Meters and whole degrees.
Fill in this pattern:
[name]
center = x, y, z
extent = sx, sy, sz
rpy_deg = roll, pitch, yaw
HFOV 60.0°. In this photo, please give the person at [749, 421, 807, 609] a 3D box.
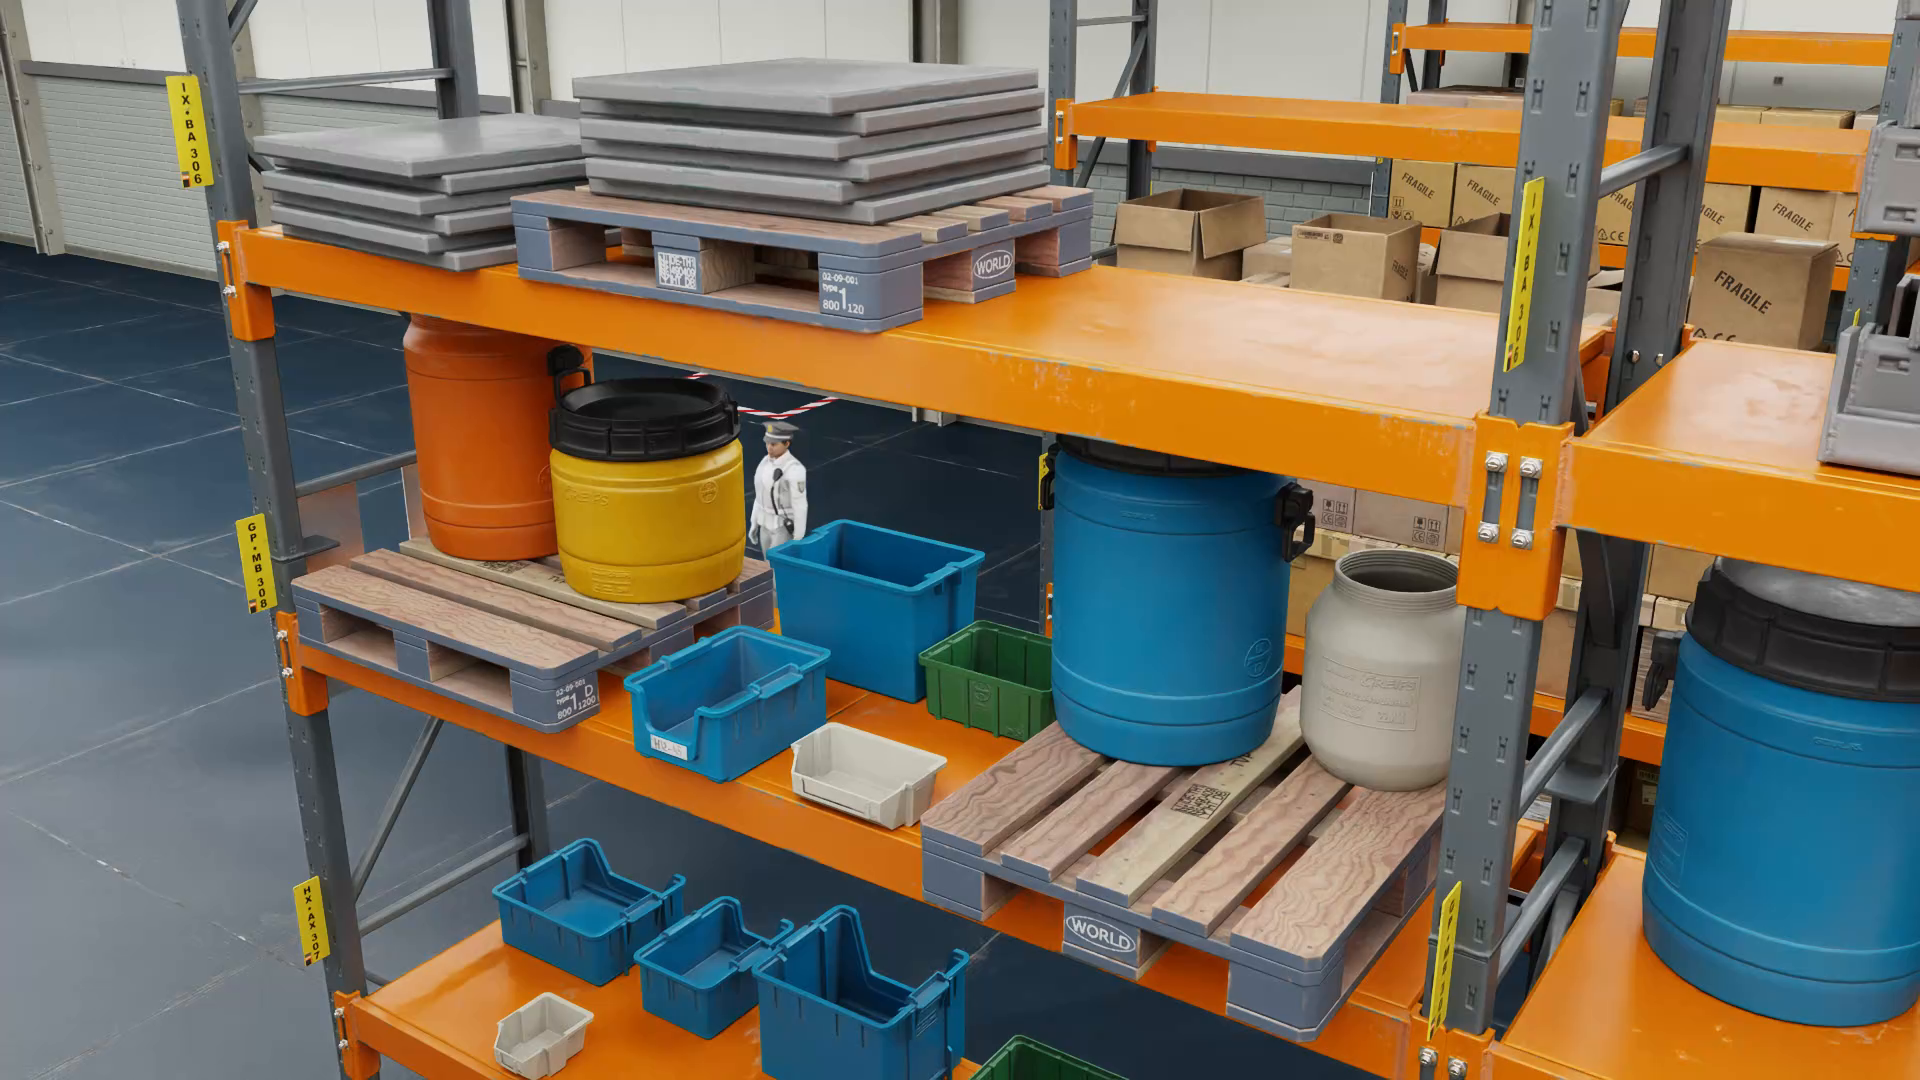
[person]
center = -1.356, -0.050, 12.214
extent = 0.381, 1.710, 0.520
rpy_deg = -15, 25, -35
